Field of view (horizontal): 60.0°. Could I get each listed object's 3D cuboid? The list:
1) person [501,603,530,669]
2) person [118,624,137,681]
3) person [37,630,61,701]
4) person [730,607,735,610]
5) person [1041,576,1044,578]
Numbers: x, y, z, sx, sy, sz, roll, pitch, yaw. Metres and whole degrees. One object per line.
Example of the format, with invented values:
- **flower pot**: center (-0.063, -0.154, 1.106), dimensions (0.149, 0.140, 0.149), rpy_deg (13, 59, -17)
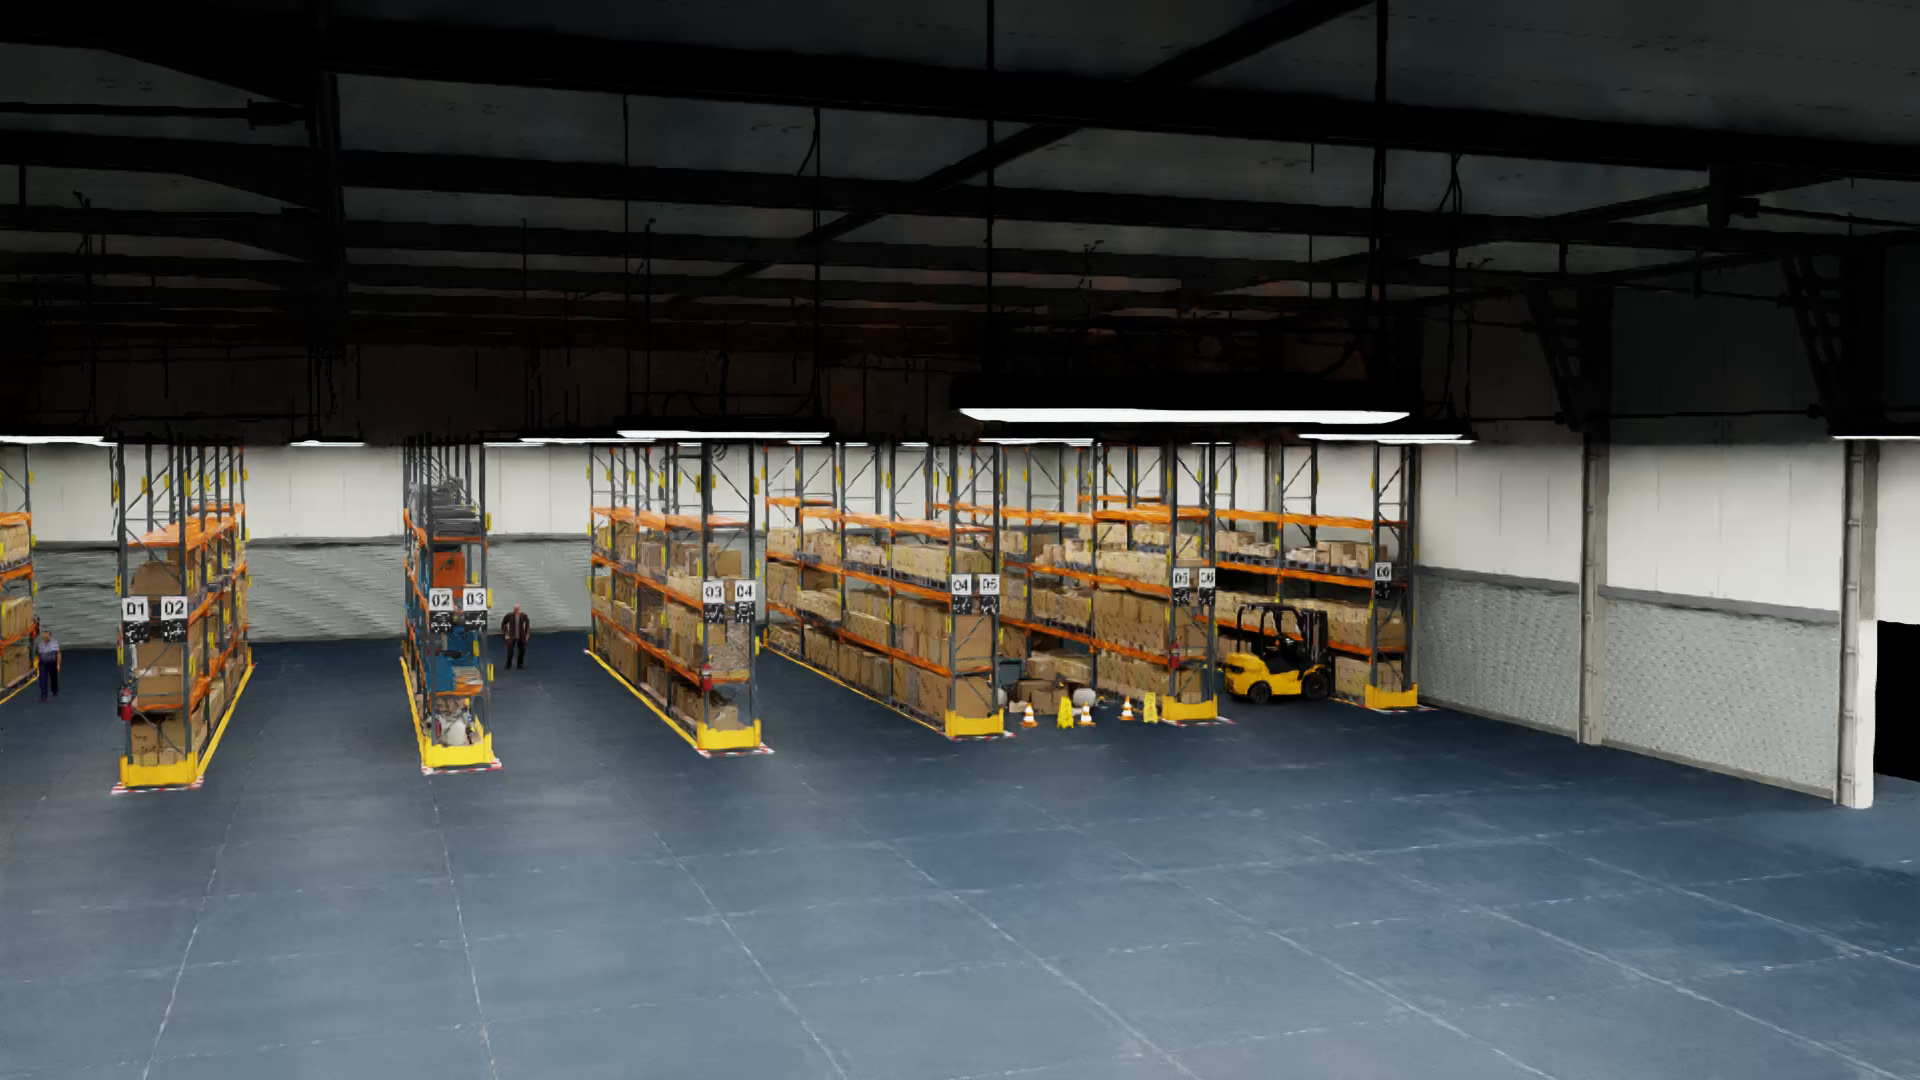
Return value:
- **person**: center (-11.467, 2.482, 42.941), dimensions (0.729, 1.733, 0.546), rpy_deg (-1, 3, -22)
- **person**: center (-20.383, 2.591, 40.833), dimensions (0.553, 1.709, 1.114), rpy_deg (-1, 3, -18)
- **person**: center (-20.660, 2.923, 37.742), dimensions (0.491, 1.406, 0.991), rpy_deg (-1, 3, -21)
- **person**: center (-6.291, 2.310, 46.976), dimensions (0.456, 1.587, 1.088), rpy_deg (-1, 3, -17)
- **person**: center (2.669, 1.977, 52.703), dimensions (0.485, 1.662, 0.701), rpy_deg (3, 4, 43)
